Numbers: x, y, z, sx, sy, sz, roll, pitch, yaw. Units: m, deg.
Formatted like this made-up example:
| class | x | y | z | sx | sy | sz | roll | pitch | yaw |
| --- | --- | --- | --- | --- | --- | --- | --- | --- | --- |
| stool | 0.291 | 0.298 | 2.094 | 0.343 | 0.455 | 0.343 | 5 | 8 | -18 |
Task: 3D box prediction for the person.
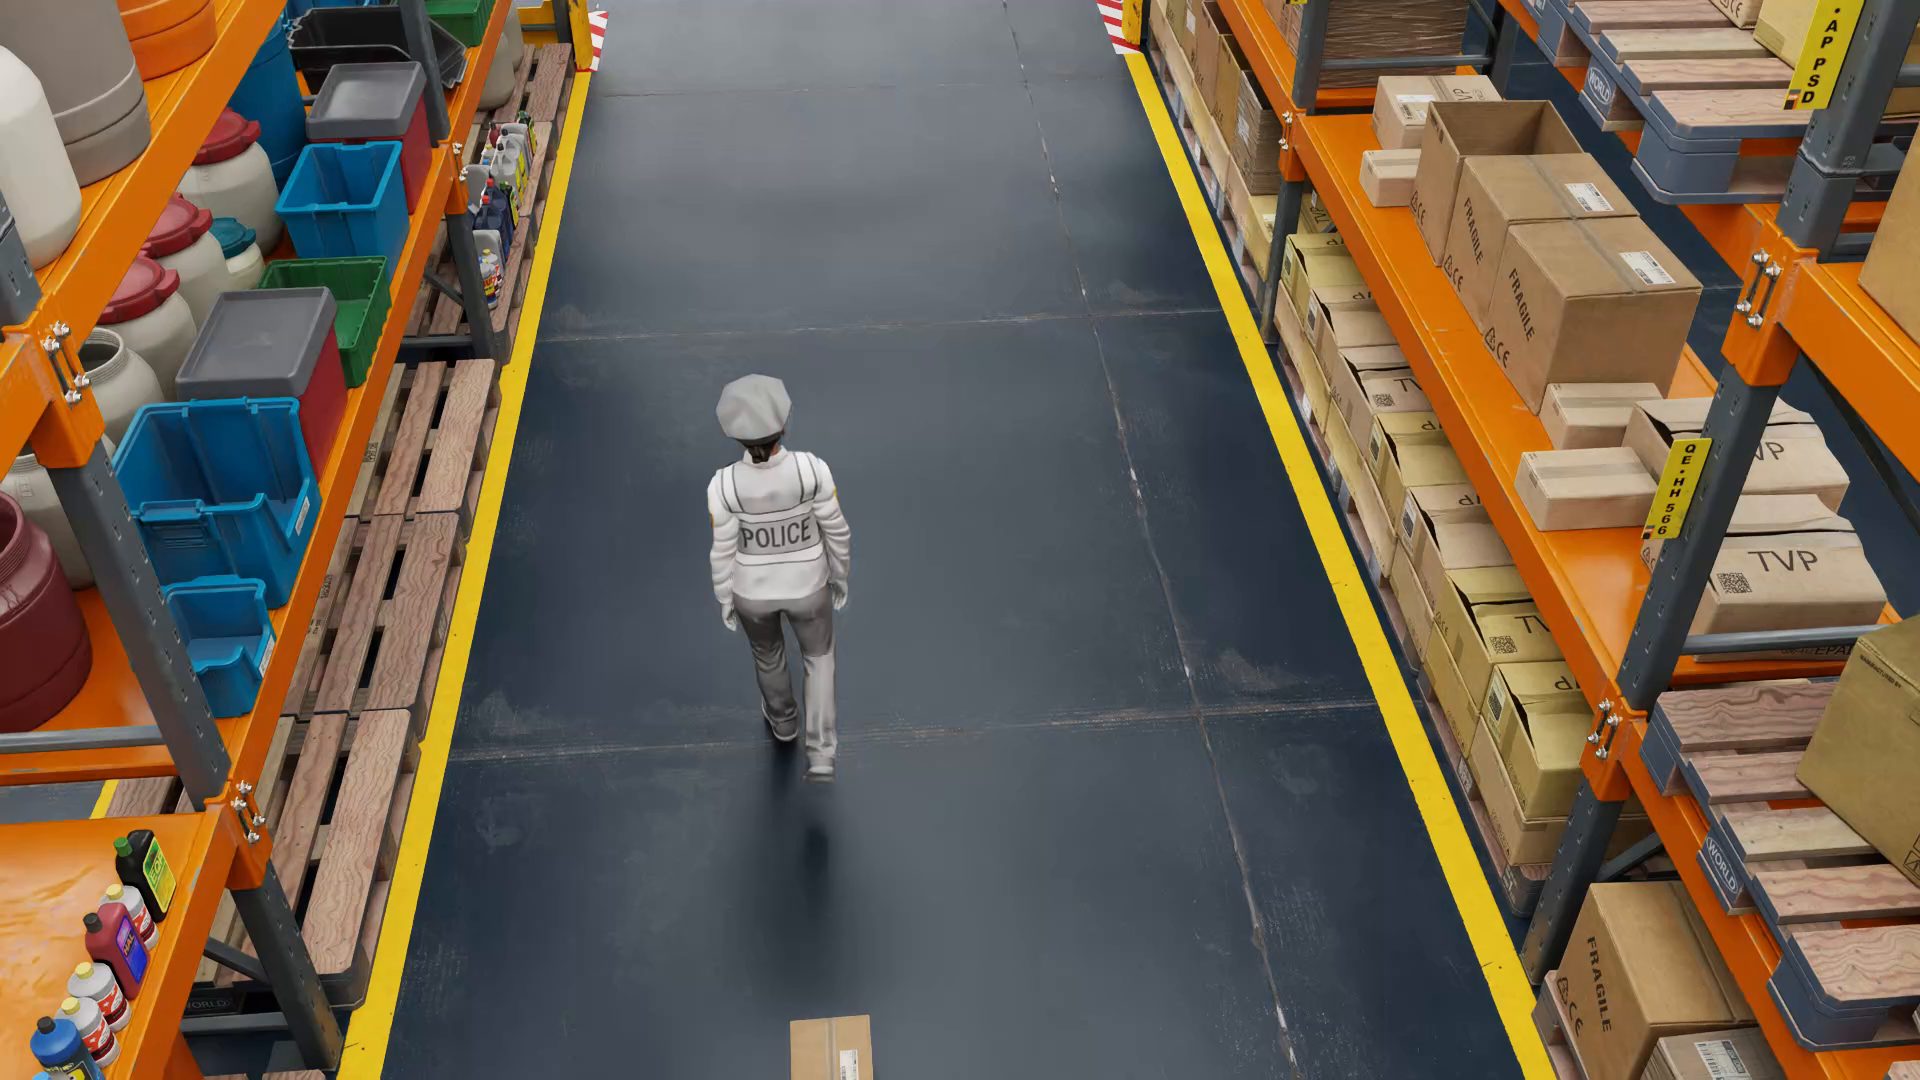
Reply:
| class | x | y | z | sx | sy | sz | roll | pitch | yaw |
| --- | --- | --- | --- | --- | --- | --- | --- | --- | --- |
| person | -0.617 | 0.192 | 5.877 | 0.495 | 1.662 | 0.732 | -7 | 40 | -8 |
